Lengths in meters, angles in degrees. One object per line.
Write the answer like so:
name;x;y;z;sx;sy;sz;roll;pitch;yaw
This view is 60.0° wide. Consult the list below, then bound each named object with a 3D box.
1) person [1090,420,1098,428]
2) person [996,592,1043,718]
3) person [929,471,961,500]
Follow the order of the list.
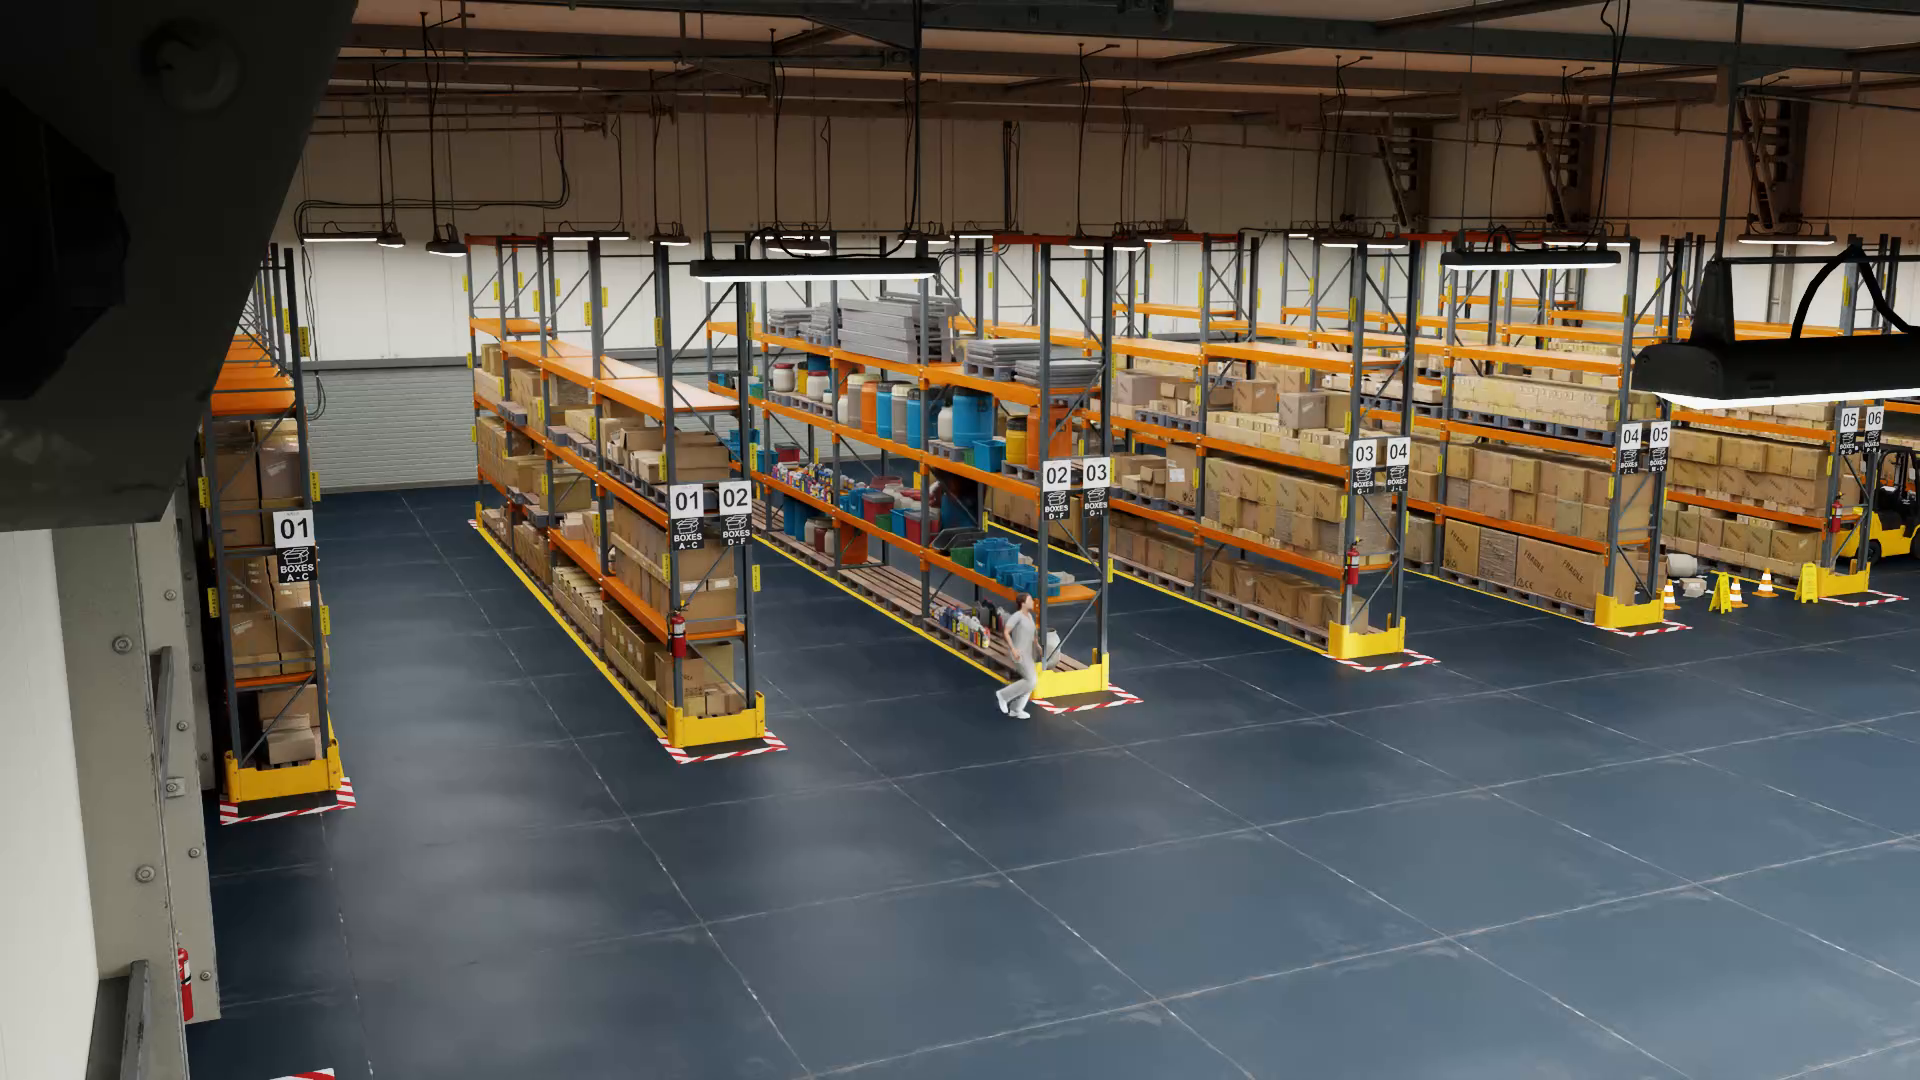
person;3.014;-1.938;38.620;0.734;1.726;0.565;-4;12;-19
person;0.799;1.458;21.378;0.522;1.610;0.597;5;12;23
person;-0.190;-0.460;30.937;0.683;1.825;0.859;-6;12;-27
